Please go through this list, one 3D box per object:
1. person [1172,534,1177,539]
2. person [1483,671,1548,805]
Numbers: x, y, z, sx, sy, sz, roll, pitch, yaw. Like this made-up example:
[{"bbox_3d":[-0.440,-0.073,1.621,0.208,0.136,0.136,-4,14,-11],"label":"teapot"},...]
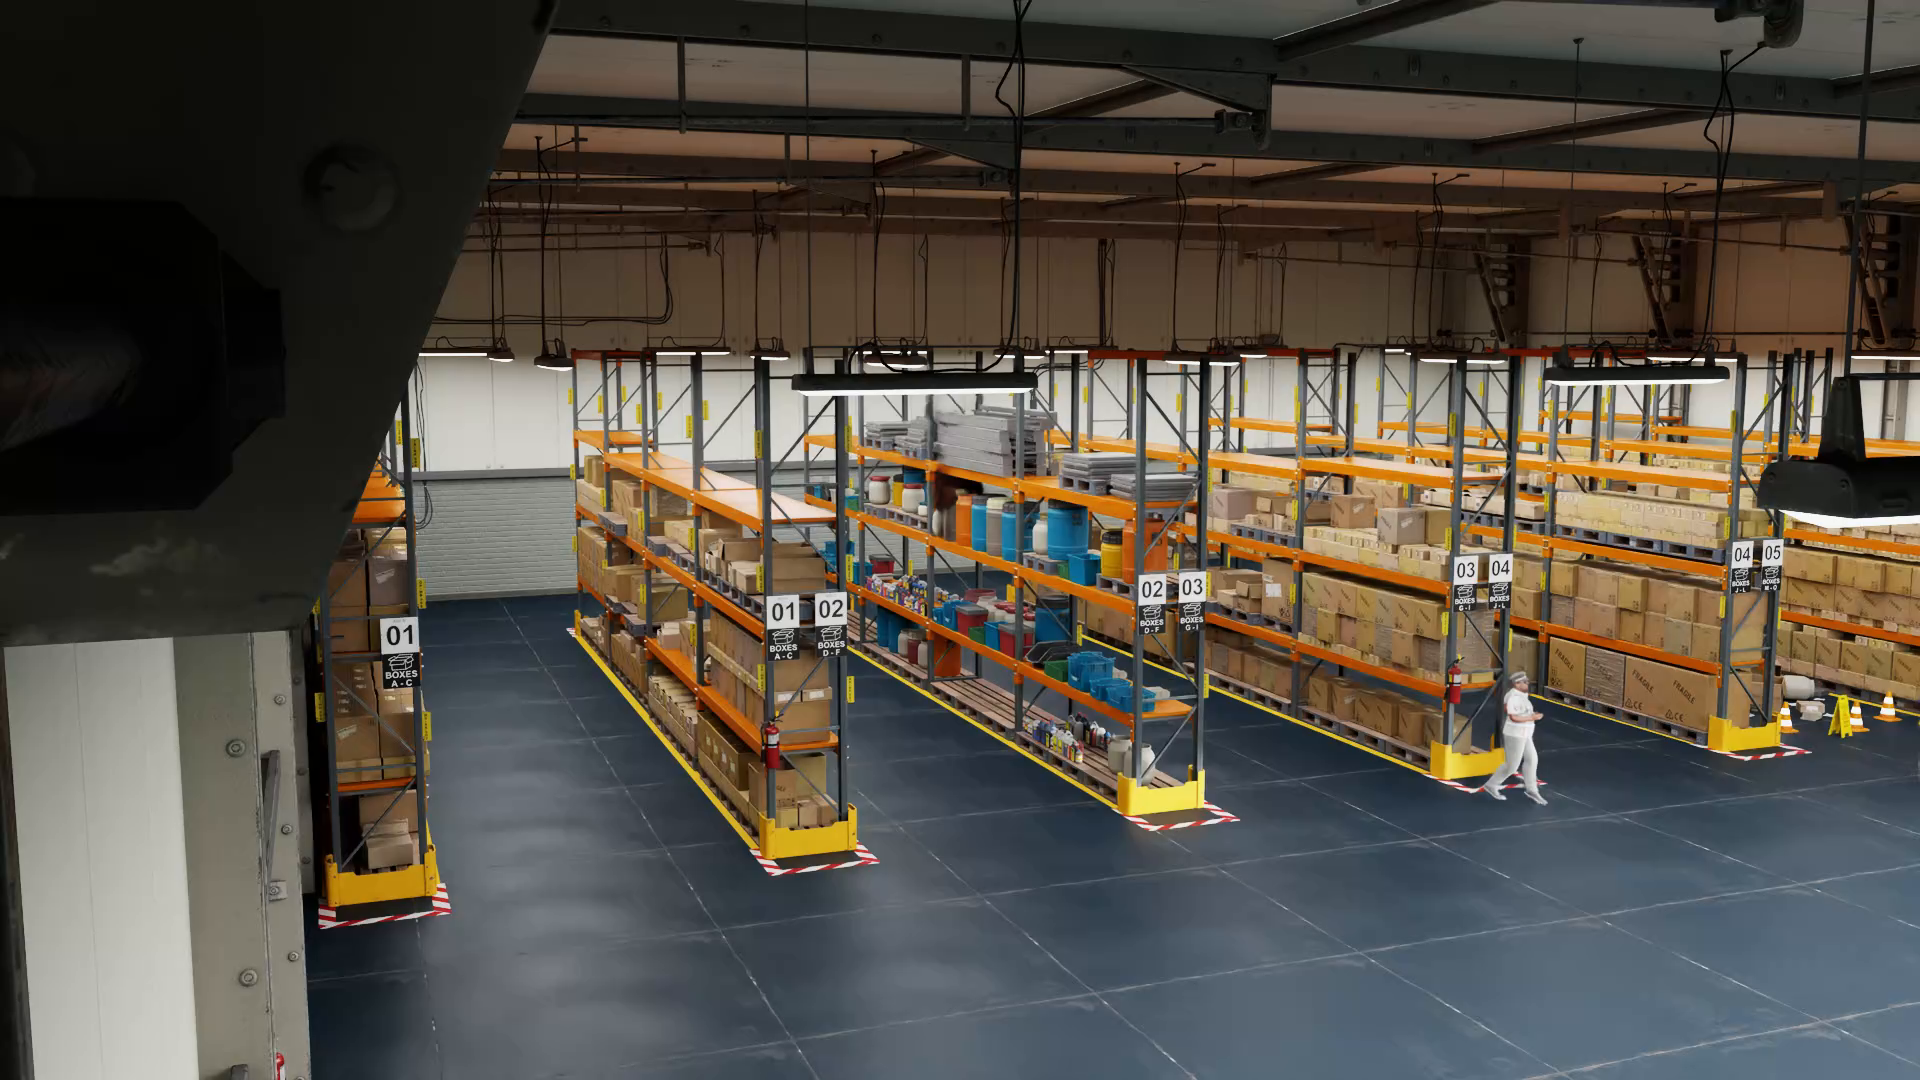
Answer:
[{"bbox_3d":[4.927,0.658,39.142,0.668,1.605,0.630,-2,7,-13],"label":"person"},{"bbox_3d":[7.515,2.663,22.421,0.814,1.842,0.658,4,8,28],"label":"person"}]
